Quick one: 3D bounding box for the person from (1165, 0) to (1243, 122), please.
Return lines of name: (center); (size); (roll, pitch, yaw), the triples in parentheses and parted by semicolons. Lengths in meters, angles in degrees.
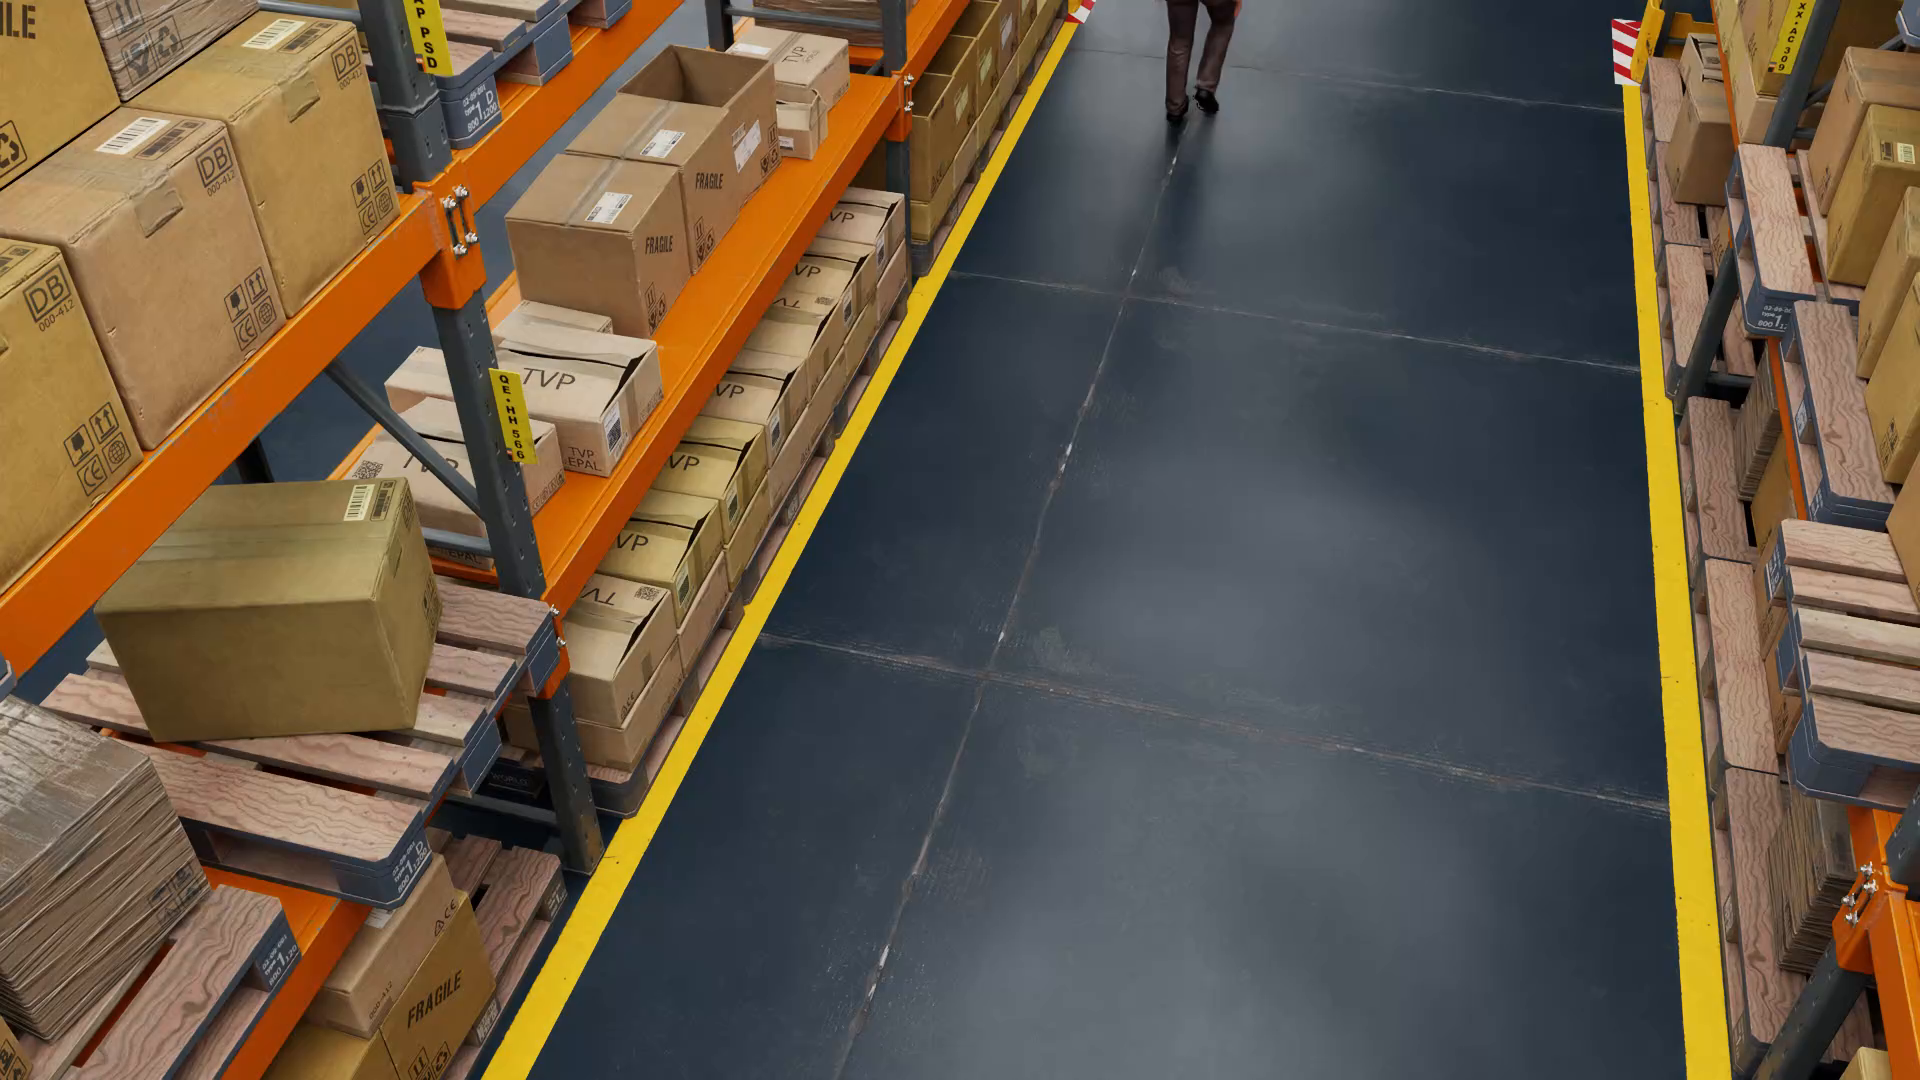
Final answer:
person: (1.461, -3.393, 10.122); (0.567, 1.766, 0.515); (11, 42, 12)
